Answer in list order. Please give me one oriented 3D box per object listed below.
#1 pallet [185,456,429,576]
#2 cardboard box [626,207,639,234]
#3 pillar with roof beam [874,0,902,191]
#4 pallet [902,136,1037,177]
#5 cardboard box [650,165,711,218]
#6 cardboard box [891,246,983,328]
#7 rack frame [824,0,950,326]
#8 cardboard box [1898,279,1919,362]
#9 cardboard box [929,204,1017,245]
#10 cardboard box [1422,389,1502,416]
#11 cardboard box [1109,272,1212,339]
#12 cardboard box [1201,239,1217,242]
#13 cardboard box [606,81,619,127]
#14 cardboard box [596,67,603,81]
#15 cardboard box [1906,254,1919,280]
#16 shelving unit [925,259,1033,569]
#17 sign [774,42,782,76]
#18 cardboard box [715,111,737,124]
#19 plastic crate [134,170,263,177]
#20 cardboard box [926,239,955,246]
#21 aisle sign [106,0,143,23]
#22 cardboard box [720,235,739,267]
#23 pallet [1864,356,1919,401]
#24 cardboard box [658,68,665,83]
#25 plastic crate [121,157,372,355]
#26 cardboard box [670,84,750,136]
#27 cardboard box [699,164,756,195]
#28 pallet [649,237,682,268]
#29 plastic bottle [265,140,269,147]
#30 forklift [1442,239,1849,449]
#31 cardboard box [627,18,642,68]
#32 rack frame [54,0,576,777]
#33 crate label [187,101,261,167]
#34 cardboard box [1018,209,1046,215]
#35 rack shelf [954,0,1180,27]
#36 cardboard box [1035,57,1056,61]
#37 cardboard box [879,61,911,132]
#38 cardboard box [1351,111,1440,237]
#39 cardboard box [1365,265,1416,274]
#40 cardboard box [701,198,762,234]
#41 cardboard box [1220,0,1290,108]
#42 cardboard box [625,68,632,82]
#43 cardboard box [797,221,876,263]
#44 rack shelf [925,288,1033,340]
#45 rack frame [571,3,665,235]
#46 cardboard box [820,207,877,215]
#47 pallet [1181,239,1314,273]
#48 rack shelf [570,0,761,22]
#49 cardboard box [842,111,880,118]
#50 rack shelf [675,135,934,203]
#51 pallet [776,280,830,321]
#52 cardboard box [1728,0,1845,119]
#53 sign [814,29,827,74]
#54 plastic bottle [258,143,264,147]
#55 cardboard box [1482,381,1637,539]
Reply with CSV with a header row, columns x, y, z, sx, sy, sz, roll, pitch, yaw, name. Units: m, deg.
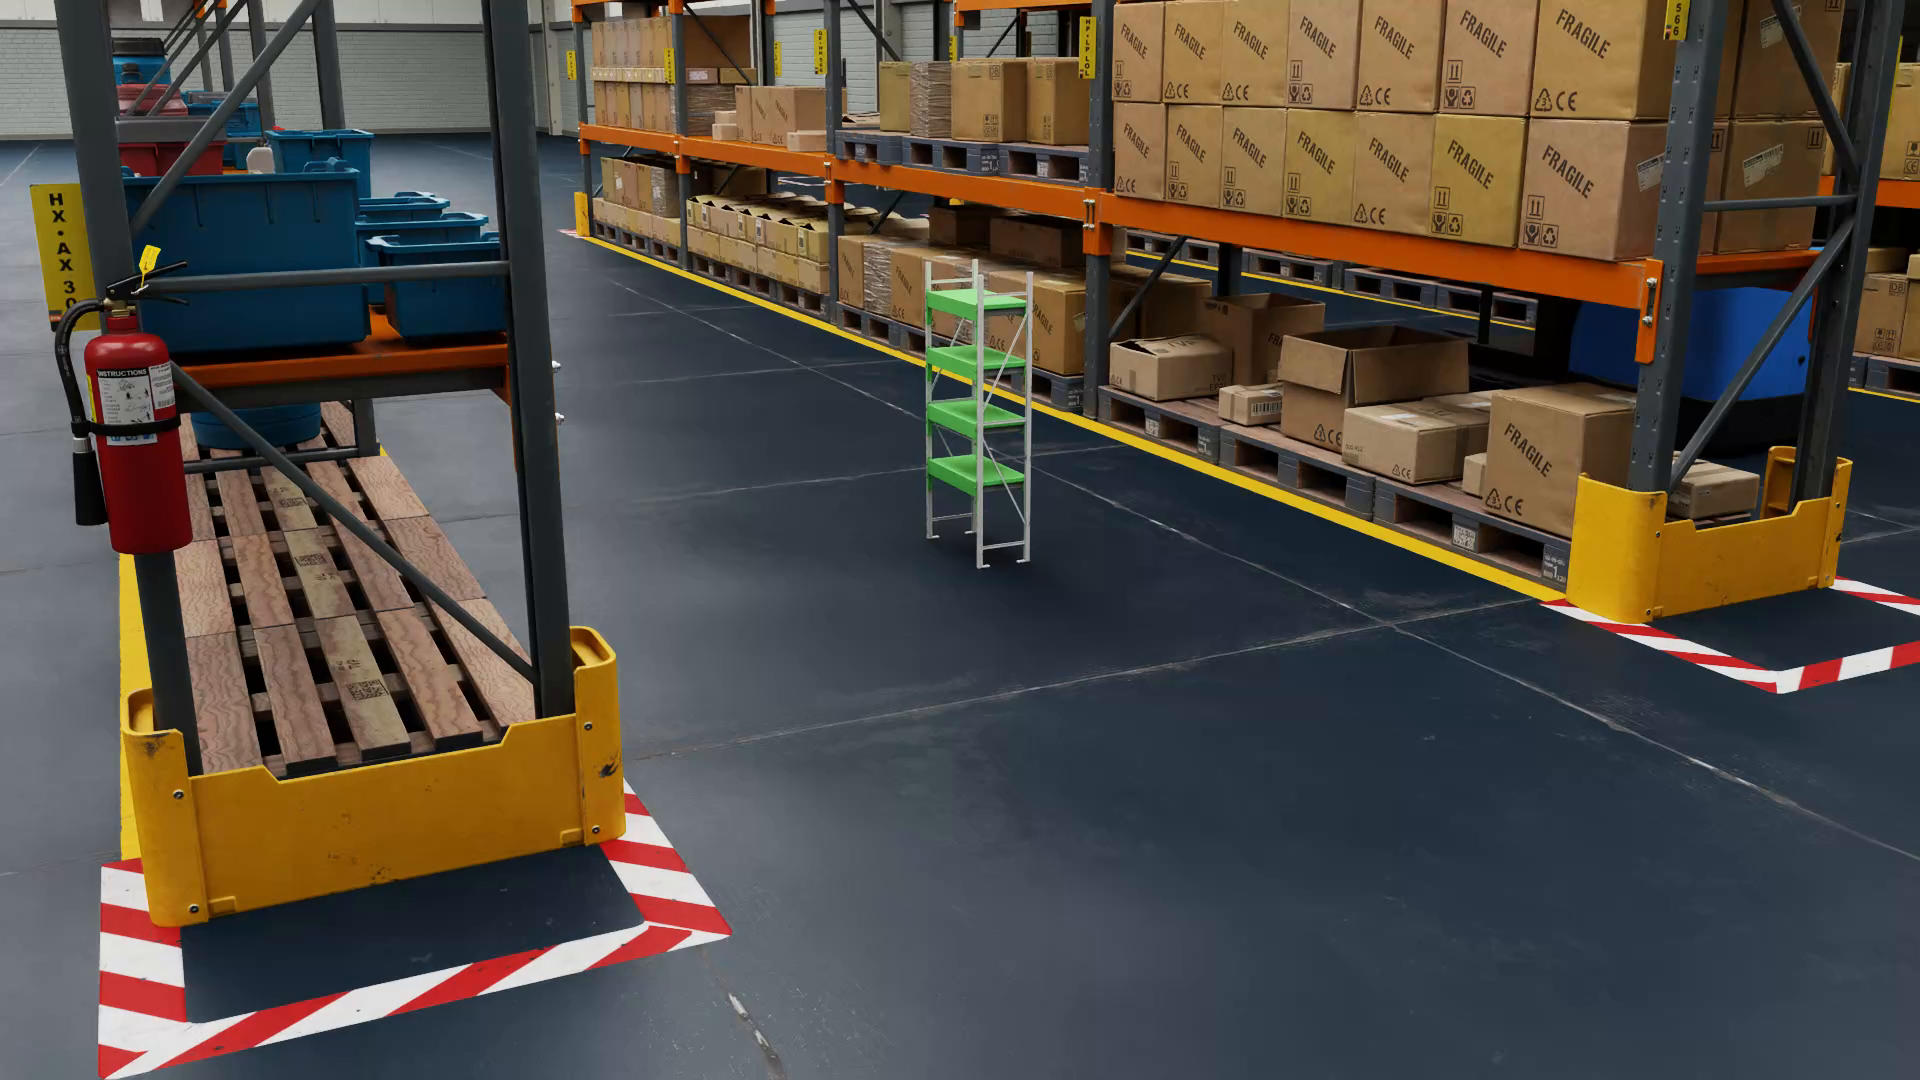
x,y,z,sx,sy,sz,roll,pitch,yaw,name
-2.900,-0.094,7.196,1.003,0.211,1.213,-8,18,-25,pallet
-3.370,-3.533,18.349,0.500,0.250,0.500,-8,18,-25,cardboard box
-5.023,-9.567,24.274,9.100,9.000,0.400,-8,18,-25,pillar with roof beam
0.301,-2.628,11.317,1.003,0.211,1.213,-8,18,-25,pallet
-2.916,-3.648,17.389,0.500,0.500,0.500,-8,18,-25,cardboard box
-0.163,-1.810,11.854,0.500,0.500,0.500,-8,18,-26,cardboard box
-0.555,-3.201,12.969,1.000,3.000,0.127,-8,18,-25,rack frame
6.324,-1.359,10.319,0.700,0.500,0.500,-7,18,-24,cardboard box
0.094,-2.355,12.393,0.500,0.250,0.500,-7,17,-23,cardboard box
2.528,-0.525,7.828,0.500,0.250,0.500,-8,18,-25,cardboard box
1.204,-1.369,10.317,0.500,0.500,0.500,-9,18,-27,cardboard box
2.940,-3.369,17.286,0.700,0.500,0.500,-7,18,-24,cardboard box
-3.633,-4.986,19.007,0.700,0.500,0.500,-7,17,-23,cardboard box
-3.964,-5.357,19.121,0.380,0.149,0.250,-8,18,-26,cardboard box
6.099,-1.687,10.286,0.380,0.149,0.250,-8,18,-26,cardboard box
0.073,-0.536,6.942,0.258,1.200,0.503,-8,18,-25,shelving unit
-1.824,-4.780,16.513,0.100,0.325,0.005,-8,18,-25,sign
-2.053,-4.004,16.039,0.500,0.250,0.500,-6,17,-21,cardboard box
-2.754,-1.183,6.041,0.437,0.282,0.530,-8,18,-25,plastic crate
0.065,-2.008,12.544,0.500,0.500,0.500,-7,17,-23,cardboard box
-8.809,-5.820,17.379,0.394,0.787,0.004,-8,18,-25,aisle sign
-1.902,-2.689,15.405,0.500,0.250,0.500,-8,18,-27,cardboard box
6.449,-0.968,10.241,1.003,0.211,1.213,-8,18,-25,pallet
-2.843,-4.721,16.906,0.380,0.149,0.250,-8,18,-27,cardboard box
-1.820,-0.726,4.171,0.616,0.435,0.499,-8,18,-25,plastic crate
-2.508,-4.351,16.792,0.700,0.500,0.500,-8,18,-26,cardboard box
-2.456,-3.710,17.604,0.500,0.500,0.500,-8,18,-25,cardboard box
-2.619,-3.055,17.514,1.003,0.211,1.213,-8,18,-25,pallet
-4.229,-2.357,10.259,0.097,0.271,0.097,0,16,0,plastic bottle
3.739,-2.249,9.775,1.130,2.935,3.031,-7,18,-24,forklift
-3.168,-5.348,17.914,0.700,0.500,0.500,-8,18,-25,cardboard box
-1.505,-0.620,3.974,1.000,3.000,0.127,-8,18,-25,rack frame
-5.202,-2.900,11.854,0.502,0.435,0.616,-8,18,-25,crate label
1.140,-4.283,20.471,0.700,0.500,0.500,-9,18,-28,cardboard box
1.267,-6.385,19.928,1.077,0.370,4.000,-8,18,-25,rack shelf
1.224,-5.420,19.576,0.500,0.500,0.500,-8,18,-26,cardboard box
-0.178,-3.309,12.400,0.500,0.500,0.700,15,22,42,cardboard box
2.064,-1.597,7.195,0.500,0.500,0.500,-8,18,-24,cardboard box
4.100,-2.771,14.606,0.750,0.750,0.750,-8,18,-26,cardboard box
-2.136,-3.086,15.772,0.500,0.311,0.500,-8,18,-26,cardboard box
1.602,-2.332,7.945,0.500,0.500,0.500,-8,18,-27,cardboard box
-3.409,-5.040,18.020,0.380,0.149,0.250,-7,18,-24,cardboard box
-1.006,-2.451,13.562,0.500,0.311,0.500,-7,17,-23,cardboard box
0.072,-0.936,6.827,0.258,0.148,0.480,-8,18,-25,rack shelf
-4.060,-5.185,19.881,1.000,3.000,0.127,-8,18,-25,rack frame
-0.980,-2.773,14.681,0.500,0.311,0.500,-8,18,-26,cardboard box
3.024,-2.957,17.171,1.003,0.211,1.213,-8,18,-25,pallet
-3.184,-5.785,17.839,1.077,0.370,4.000,-8,18,-25,rack shelf
-0.773,-3.404,13.835,0.500,0.311,0.500,-8,18,-26,cardboard box
-1.432,-3.352,14.796,1.077,0.370,4.000,-8,18,-25,rack shelf
-0.881,-2.070,14.081,1.003,0.211,1.213,-8,18,-25,pallet
2.992,-1.888,6.399,0.500,0.500,0.500,-7,17,-23,cardboard box
-1.053,-3.690,12.573,0.100,0.325,0.005,-8,18,-25,sign
-3.866,-2.061,9.228,0.097,0.271,0.097,0,16,0,plastic bottle
2.490,-0.333,6.707,0.500,0.500,0.500,-8,18,-25,cardboard box
